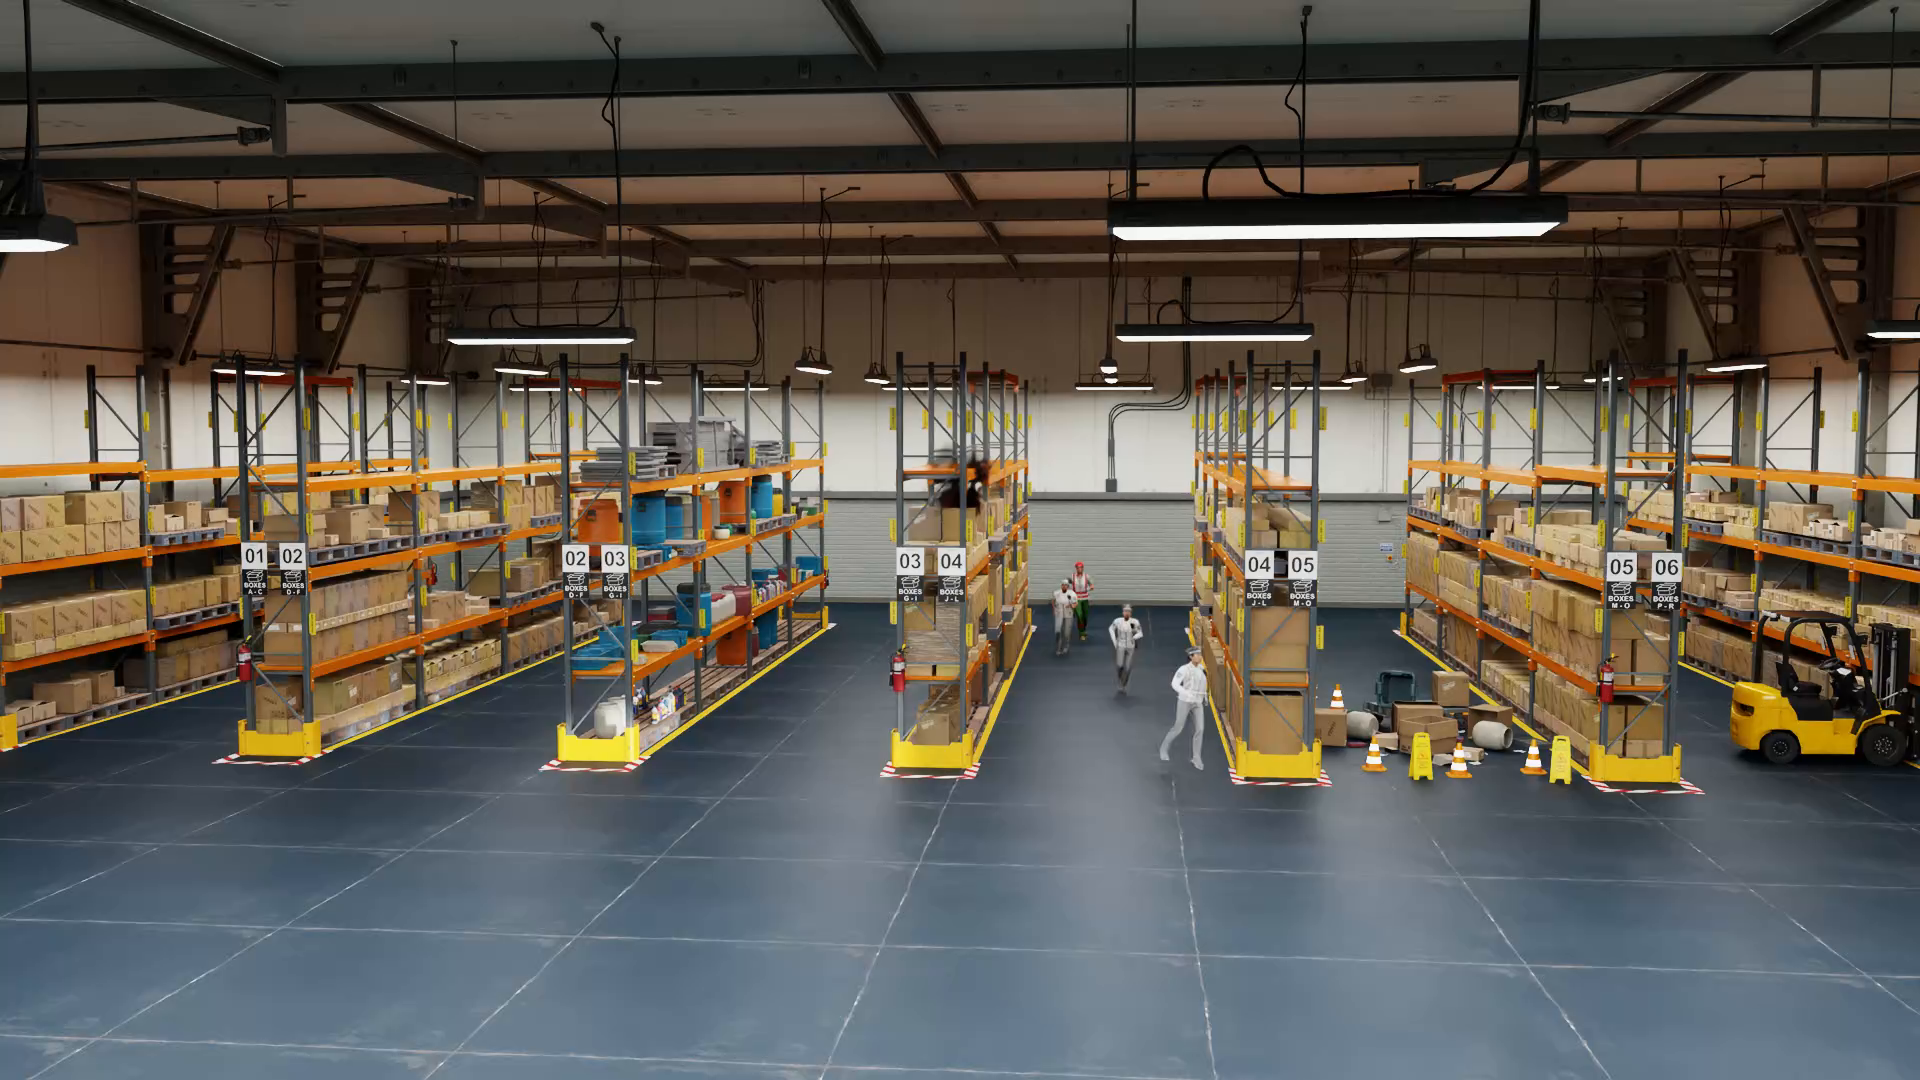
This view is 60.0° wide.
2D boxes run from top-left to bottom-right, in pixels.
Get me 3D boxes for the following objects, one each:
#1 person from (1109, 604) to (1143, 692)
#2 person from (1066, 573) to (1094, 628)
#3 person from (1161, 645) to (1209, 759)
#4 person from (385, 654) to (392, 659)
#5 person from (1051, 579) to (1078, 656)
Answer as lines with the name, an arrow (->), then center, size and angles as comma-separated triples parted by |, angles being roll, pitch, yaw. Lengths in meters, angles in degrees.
person -> 3.055, 1.983, 30.600 | 0.607, 1.650, 0.632 | 0, 4, 3
person -> 2.763, 1.383, 38.143 | 0.629, 1.257, 0.636 | 0, 4, -5
person -> 3.202, 2.261, 23.349 | 0.480, 1.590, 0.709 | -2, 5, -26
person -> -11.608, 1.674, 33.571 | 0.608, 1.607, 0.876 | 0, 4, 5
person -> 2.231, 1.660, 35.526 | 0.592, 1.653, 0.688 | 0, 4, 6
